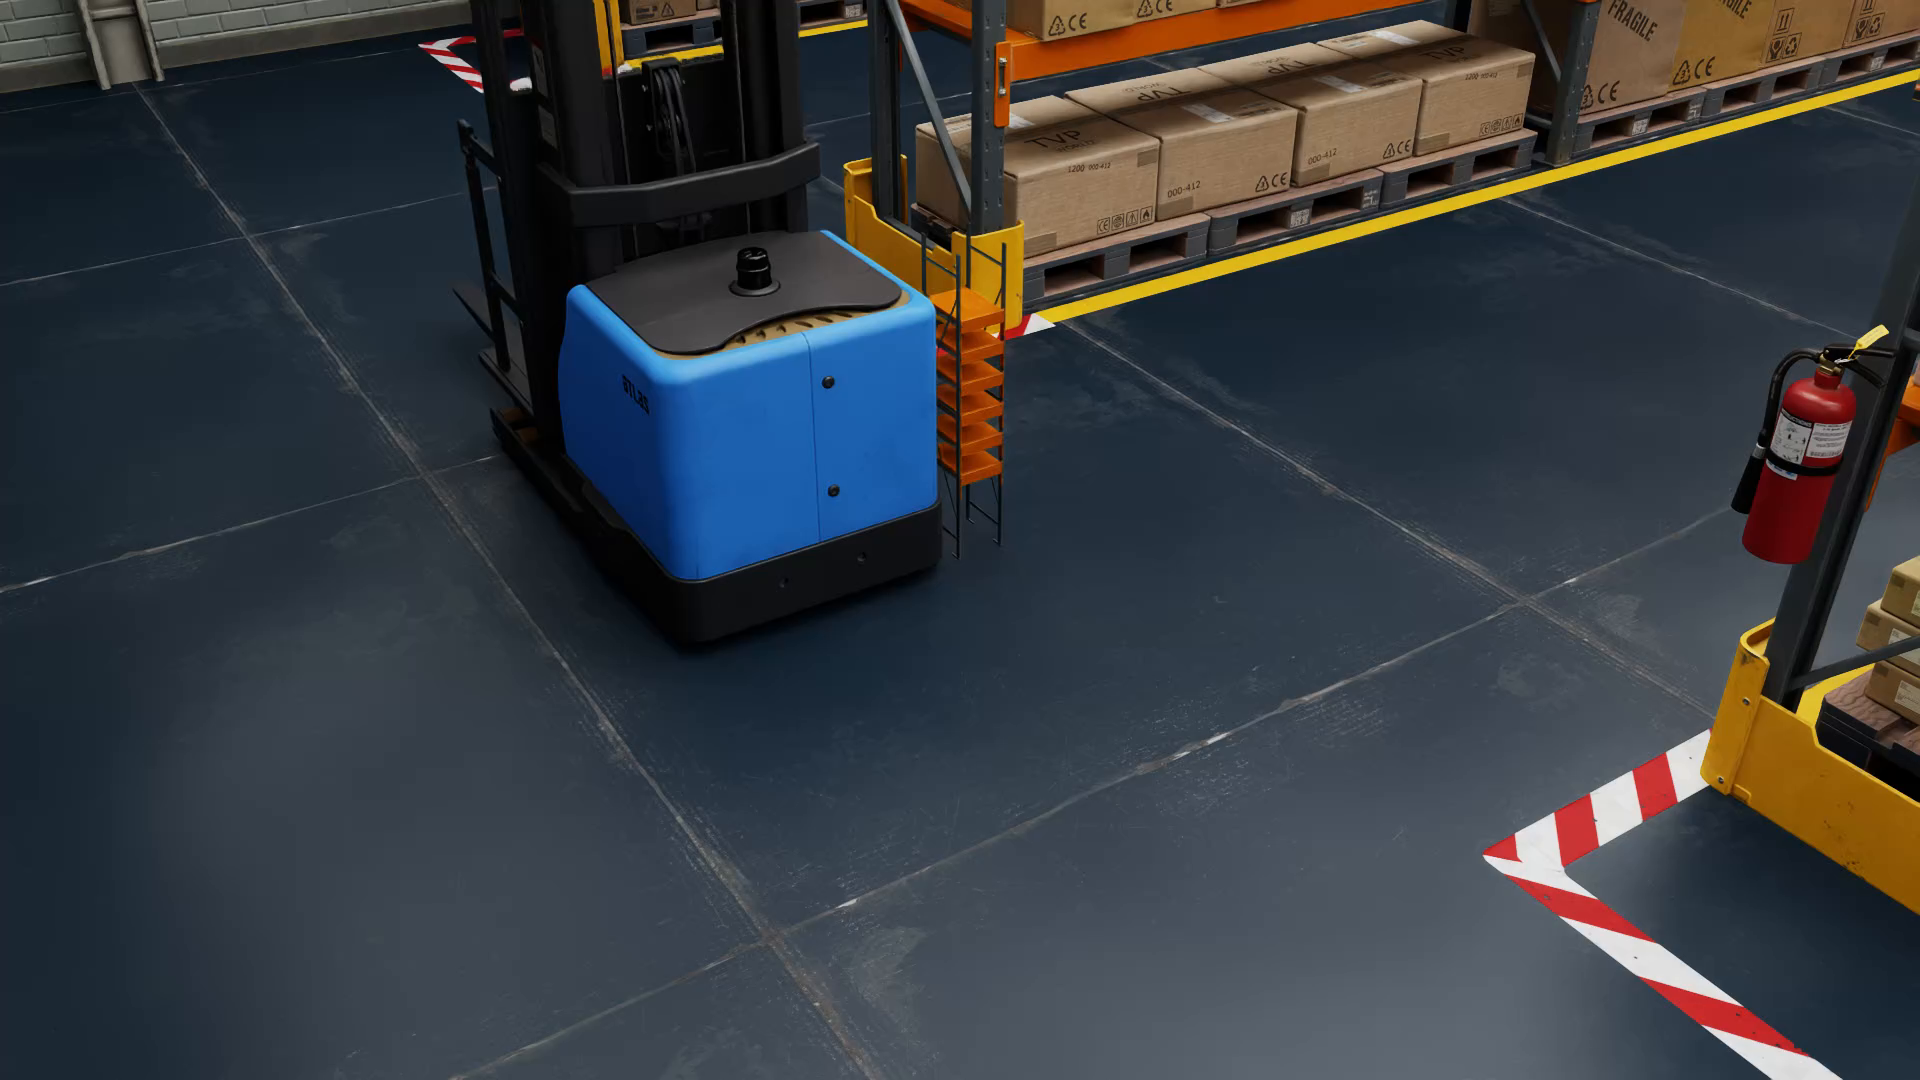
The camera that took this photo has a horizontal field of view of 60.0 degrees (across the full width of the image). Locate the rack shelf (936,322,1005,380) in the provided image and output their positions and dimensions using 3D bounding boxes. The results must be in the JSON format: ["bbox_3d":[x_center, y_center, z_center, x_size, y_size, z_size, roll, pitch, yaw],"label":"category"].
[{"bbox_3d":[0.012,-0.677,5.832,0.180,0.103,0.258,-19,37,-27],"label":"rack shelf"}]

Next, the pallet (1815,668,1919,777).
[{"bbox_3d":[3.411,0.620,5.069,1.213,0.211,1.003,-19,37,-27],"label":"pallet"}]

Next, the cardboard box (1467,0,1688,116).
[{"bbox_3d":[3.718,-3.159,10.045,0.875,0.875,0.875,-18,36,-26],"label":"cardboard box"}]

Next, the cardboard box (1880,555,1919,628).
[{"bbox_3d":[2.953,0.191,4.856,0.250,0.149,0.380,-19,37,-27],"label":"cardboard box"}]

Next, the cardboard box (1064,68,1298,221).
[{"bbox_3d":[1.143,-2.107,8.786,0.875,0.438,0.875,-18,36,-26],"label":"cardboard box"}]

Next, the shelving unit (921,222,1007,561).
[{"bbox_3d":[0.012,-0.512,5.937,0.189,1.200,0.258,-19,37,-27],"label":"shelving unit"}]

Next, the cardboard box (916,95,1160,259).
[{"bbox_3d":[0.379,-1.839,8.361,0.875,0.438,0.875,-20,38,-29],"label":"cardboard box"}]

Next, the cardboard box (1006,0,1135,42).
[{"bbox_3d":[0.437,-2.561,7.405,0.500,0.500,0.500,-19,37,-28],"label":"cardboard box"}]

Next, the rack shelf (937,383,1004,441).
[{"bbox_3d":[0.012,-0.474,5.960,0.180,0.103,0.258,-19,37,-27],"label":"rack shelf"}]

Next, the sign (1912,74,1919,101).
[{"bbox_3d":[2.361,-1.196,3.954,0.005,0.325,0.100,-19,37,-27],"label":"sign"}]

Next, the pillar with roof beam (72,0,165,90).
[{"bbox_3d":[-3.236,-4.965,5.687,0.400,9.000,9.100,-19,37,-27],"label":"pillar with roof beam"}]

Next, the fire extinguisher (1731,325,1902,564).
[{"bbox_3d":[2.183,-0.262,4.276,0.183,0.674,0.296,-19,37,-27],"label":"fire extinguisher"}]

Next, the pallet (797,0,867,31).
[{"bbox_3d":[-1.056,-4.158,12.643,1.213,0.211,1.003,-19,37,-27],"label":"pallet"}]

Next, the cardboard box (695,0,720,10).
[{"bbox_3d":[-1.871,-3.945,11.971,0.250,0.149,0.380,-21,38,-29],"label":"cardboard box"}]

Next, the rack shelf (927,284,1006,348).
[{"bbox_3d":[0.012,-0.779,5.768,0.180,0.103,0.258,-19,37,-27],"label":"rack shelf"}]

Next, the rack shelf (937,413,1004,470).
[{"bbox_3d":[0.012,-0.373,6.024,0.180,0.103,0.258,-19,37,-27],"label":"rack shelf"}]

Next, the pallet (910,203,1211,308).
[{"bbox_3d":[0.508,-1.596,8.582,1.213,0.211,1.003,-19,37,-27],"label":"pallet"}]

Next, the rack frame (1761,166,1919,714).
[{"bbox_3d":[2.645,-0.318,3.943,0.127,3.000,1.000,-19,37,-27],"label":"rack frame"}]

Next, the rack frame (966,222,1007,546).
[{"bbox_3d":[0.089,-0.538,5.978,0.006,1.200,0.240,-19,37,-27],"label":"rack frame"}]

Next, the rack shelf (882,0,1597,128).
[{"bbox_3d":[1.559,-2.783,8.524,4.000,0.370,1.077,-19,37,-27],"label":"rack shelf"}]

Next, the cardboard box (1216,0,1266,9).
[{"bbox_3d":[1.285,-2.859,7.877,0.500,0.500,0.500,-19,37,-28],"label":"cardboard box"}]

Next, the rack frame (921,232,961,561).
[{"bbox_3d":[-0.065,-0.485,5.895,0.006,1.200,0.240,-19,37,-27],"label":"rack frame"}]

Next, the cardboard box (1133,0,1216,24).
[{"bbox_3d":[0.847,-2.720,7.657,0.500,0.500,0.500,-20,37,-28],"label":"cardboard box"}]

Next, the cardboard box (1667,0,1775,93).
[{"bbox_3d":[4.473,-3.424,10.464,0.875,0.875,0.875,-18,36,-26],"label":"cardboard box"}]

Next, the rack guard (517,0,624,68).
[{"bbox_3d":[-2.750,-3.698,11.644,0.348,0.500,1.175,-19,37,-27],"label":"rack guard"}]

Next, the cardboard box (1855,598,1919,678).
[{"bbox_3d":[2.934,0.303,4.957,0.250,0.149,0.380,-20,37,-29],"label":"cardboard box"}]

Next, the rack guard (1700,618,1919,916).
[{"bbox_3d":[2.709,0.717,4.645,0.348,0.500,1.175,-19,37,-27],"label":"rack guard"}]

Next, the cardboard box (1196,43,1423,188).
[{"bbox_3d":[1.902,-2.367,9.198,0.875,0.438,0.875,-20,37,-29],"label":"cardboard box"}]

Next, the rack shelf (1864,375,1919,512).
[{"bbox_3d":[4.326,-0.592,5.052,4.000,0.370,1.077,-19,37,-27],"label":"rack shelf"}]

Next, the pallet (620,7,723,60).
[{"bbox_3d":[-2.081,-3.807,12.088,1.213,0.211,1.003,-19,37,-27],"label":"pallet"}]

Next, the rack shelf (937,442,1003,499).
[{"bbox_3d":[0.012,-0.271,6.088,0.180,0.103,0.258,-19,37,-27],"label":"rack shelf"}]

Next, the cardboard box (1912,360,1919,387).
[{"bbox_3d":[2.766,-0.433,4.361,0.250,0.149,0.380,-19,37,-27],"label":"cardboard box"}]

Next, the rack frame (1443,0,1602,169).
[{"bbox_3d":[3.240,-3.665,9.249,0.127,3.000,1.000,-19,37,-27],"label":"rack frame"}]

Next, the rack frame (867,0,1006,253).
[{"bbox_3d":[-0.122,-2.509,7.416,0.127,3.000,1.000,-19,37,-27],"label":"rack frame"}]

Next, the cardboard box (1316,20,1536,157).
[{"bbox_3d":[2.654,-2.626,9.609,0.875,0.438,0.875,-20,37,-28],"label":"cardboard box"}]

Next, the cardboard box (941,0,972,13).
[{"bbox_3d":[0.140,-2.809,7.798,0.500,0.500,0.500,-19,37,-27],"label":"cardboard box"}]

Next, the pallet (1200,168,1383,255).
[{"bbox_3d":[1.532,-1.946,9.137,1.213,0.211,1.003,-19,37,-27],"label":"pallet"}]

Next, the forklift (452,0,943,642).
[{"bbox_3d":[-1.268,-1.648,6.116,1.130,2.935,3.031,-18,37,-27],"label":"forklift"}]

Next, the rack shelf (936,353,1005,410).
[{"bbox_3d":[0.012,-0.576,5.896,0.180,0.103,0.258,-19,37,-27],"label":"rack shelf"}]

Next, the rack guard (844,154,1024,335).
[{"bbox_3d":[-0.142,-1.445,8.072,0.348,0.500,1.175,-19,37,-27],"label":"rack guard"}]

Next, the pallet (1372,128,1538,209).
[{"bbox_3d":[2.559,-2.301,9.700,1.213,0.211,1.003,-19,37,-27],"label":"pallet"}]

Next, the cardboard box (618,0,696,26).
[{"bbox_3d":[-2.249,-3.990,11.710,0.637,0.503,0.797,-21,38,-29],"label":"cardboard box"}]

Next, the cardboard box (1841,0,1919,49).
[{"bbox_3d":[5.977,-3.938,11.279,0.875,0.875,0.875,-19,37,-28],"label":"cardboard box"}]

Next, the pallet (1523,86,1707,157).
[{"bbox_3d":[3.848,-2.743,10.400,1.213,0.211,1.003,-19,37,-27],"label":"pallet"}]

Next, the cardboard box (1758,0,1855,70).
[{"bbox_3d":[5.225,-3.682,10.873,0.875,0.875,0.875,-19,37,-27],"label":"cardboard box"}]

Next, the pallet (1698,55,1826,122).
[{"bbox_3d":[4.874,-3.097,10.962,1.213,0.211,1.003,-19,37,-27],"label":"pallet"}]

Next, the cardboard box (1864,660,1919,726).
[{"bbox_3d":[2.975,0.464,4.981,0.250,0.149,0.380,-18,37,-26],"label":"cardboard box"}]

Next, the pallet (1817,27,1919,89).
[{"bbox_3d":[5.899,-3.448,11.518,1.213,0.211,1.003,-19,37,-27],"label":"pallet"}]
